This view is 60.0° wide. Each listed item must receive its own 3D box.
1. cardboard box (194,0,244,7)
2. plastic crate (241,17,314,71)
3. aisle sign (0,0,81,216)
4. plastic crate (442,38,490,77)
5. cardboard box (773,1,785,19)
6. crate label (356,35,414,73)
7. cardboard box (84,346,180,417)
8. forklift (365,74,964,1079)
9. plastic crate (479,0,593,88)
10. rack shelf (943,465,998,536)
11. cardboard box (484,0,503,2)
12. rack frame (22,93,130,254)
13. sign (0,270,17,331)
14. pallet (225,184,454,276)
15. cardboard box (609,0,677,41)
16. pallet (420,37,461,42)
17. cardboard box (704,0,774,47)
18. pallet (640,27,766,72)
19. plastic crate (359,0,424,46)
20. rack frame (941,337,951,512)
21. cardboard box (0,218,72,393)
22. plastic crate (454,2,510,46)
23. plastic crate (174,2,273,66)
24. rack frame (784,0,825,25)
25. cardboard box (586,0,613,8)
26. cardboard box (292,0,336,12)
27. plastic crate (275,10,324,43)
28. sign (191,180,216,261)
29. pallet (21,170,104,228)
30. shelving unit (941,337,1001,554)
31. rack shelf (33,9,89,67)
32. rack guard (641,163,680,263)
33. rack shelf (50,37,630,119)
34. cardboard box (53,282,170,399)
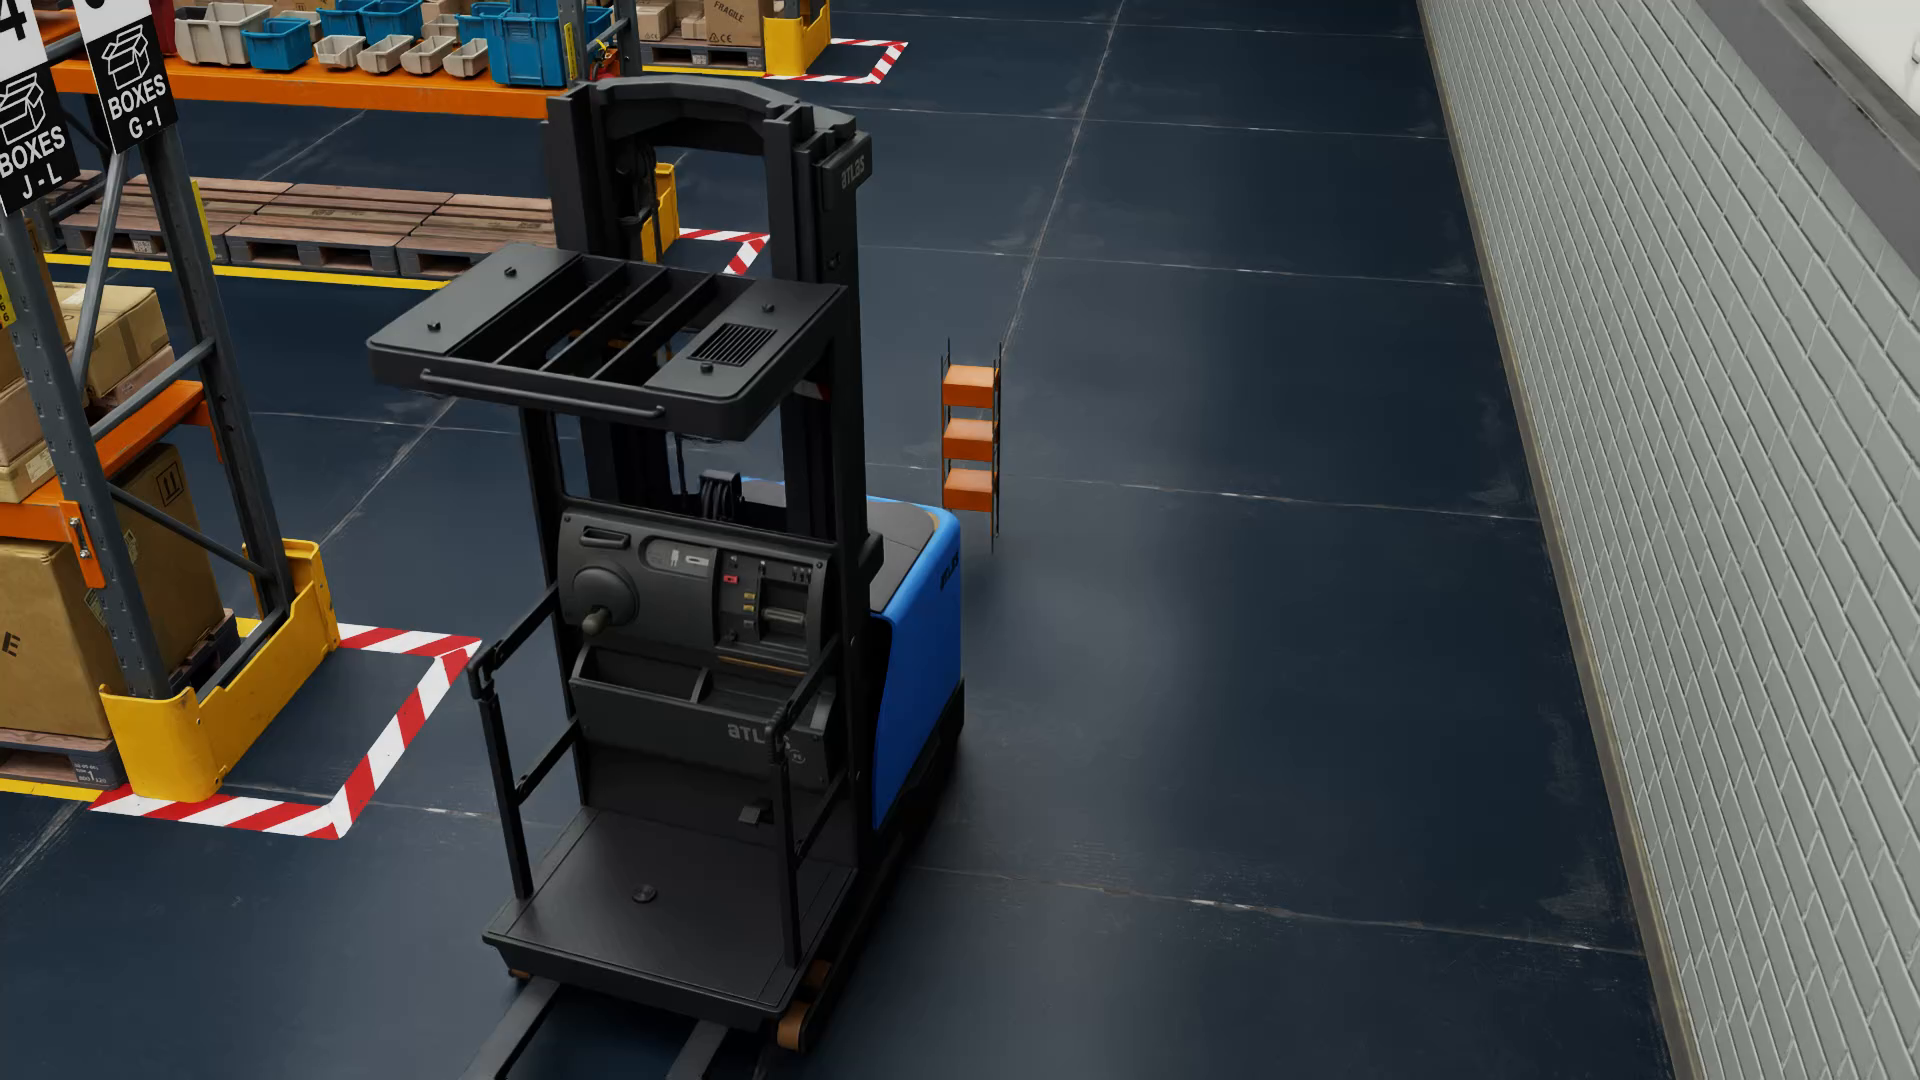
[{"bbox_3d":[-6.866,-5.200,15.672,0.500,0.500,0.500,6,32,9],"label":"cardboard box"},{"bbox_3d":[-4.313,-3.142,10.543,0.300,0.233,0.416,5,32,8],"label":"plastic crate"},{"bbox_3d":[-3.059,-1.486,5.347,0.004,0.787,0.394,5,32,8],"label":"aisle sign"},{"bbox_3d":[-3.080,-3.030,10.455,0.243,0.136,0.396,5,32,8],"label":"plastic crate"},{"bbox_3d":[-1.764,-4.924,15.561,0.250,0.149,0.380,5,32,8],"label":"cardboard box"},{"bbox_3d":[-3.642,-3.075,10.528,0.243,0.136,0.396,5,32,8],"label":"crate label"},{"bbox_3d":[-3.373,-0.645,6.691,0.250,0.149,0.380,6,32,9],"label":"cardboard box"},{"bbox_3d":[-0.926,0.214,5.146,1.130,2.935,3.031,10,33,15],"label":"forklift"},{"bbox_3d":[-2.607,-3.111,10.303,0.499,0.435,0.616,5,32,8],"label":"plastic crate"},{"bbox_3d":[0.053,-0.196,8.117,0.240,0.259,0.215,5,32,8],"label":"rack shelf"},{"bbox_3d":[-4.363,-5.159,15.937,0.250,0.149,0.380,5,32,8],"label":"cardboard box"},{"bbox_3d":[-6.189,-3.495,11.007,0.127,3.000,1.000,5,32,8],"label":"rack frame"},{"bbox_3d":[-3.184,-0.856,5.476,0.005,0.325,0.100,5,32,8],"label":"sign"},{"bbox_3d":[-4.251,-2.160,11.502,1.213,0.211,1.003,5,32,8],"label":"pallet"},{"bbox_3d":[-2.918,-4.769,15.220,0.500,0.250,0.500,5,32,8],"label":"cardboard box"},{"bbox_3d":[-4.675,-4.841,15.786,1.213,0.211,1.003,5,32,8],"label":"pallet"},{"bbox_3d":[-1.986,-4.775,14.993,0.500,0.500,0.500,5,32,8],"label":"cardboard box"},{"bbox_3d":[-2.270,-4.624,15.438,1.213,0.211,1.003,5,32,8],"label":"pallet"},{"bbox_3d":[-3.732,-3.404,10.963,0.300,0.233,0.416,5,32,8],"label":"plastic crate"},{"bbox_3d":[-0.068,-0.451,7.981,0.008,1.050,0.200,5,32,8],"label":"rack frame"},{"bbox_3d":[-3.604,-0.834,5.910,0.500,0.500,0.500,6,32,9],"label":"cardboard box"},{"bbox_3d":[-3.083,-3.345,10.869,0.300,0.233,0.416,5,32,8],"label":"plastic crate"},{"bbox_3d":[-4.715,-3.238,10.650,0.530,0.282,0.437,5,32,8],"label":"plastic crate"},{"bbox_3d":[-1.409,-5.728,14.575,0.127,3.000,1.000,5,32,8],"label":"rack frame"},{"bbox_3d":[-3.499,-5.049,15.427,0.637,0.503,0.797,5,32,8],"label":"cardboard box"},{"bbox_3d":[-5.886,-5.106,15.522,0.500,0.500,0.500,5,32,8],"label":"cardboard box"},{"bbox_3d":[-4.422,-3.411,11.064,0.466,0.136,0.293,5,32,8],"label":"plastic crate"},{"bbox_3d":[-2.980,-1.238,6.510,0.005,0.325,0.100,5,32,8],"label":"sign"},{"bbox_3d":[-6.942,-2.404,11.891,1.213,0.211,1.003,5,32,8],"label":"pallet"},{"bbox_3d":[0.053,-0.440,7.964,0.252,1.050,0.215,5,32,8],"label":"shelving unit"},{"bbox_3d":[-5.051,-1.693,5.978,4.000,0.370,1.077,5,32,8],"label":"rack shelf"},{"bbox_3d":[-2.220,-2.083,11.107,0.348,0.500,1.175,5,32,8],"label":"rack guard"},{"bbox_3d":[-4.217,-3.012,10.912,4.000,0.370,1.077,5,32,8],"label":"rack shelf"},{"bbox_3d":[-3.507,-0.794,6.553,0.500,0.250,0.500,4,32,7],"label":"cardboard box"}]
